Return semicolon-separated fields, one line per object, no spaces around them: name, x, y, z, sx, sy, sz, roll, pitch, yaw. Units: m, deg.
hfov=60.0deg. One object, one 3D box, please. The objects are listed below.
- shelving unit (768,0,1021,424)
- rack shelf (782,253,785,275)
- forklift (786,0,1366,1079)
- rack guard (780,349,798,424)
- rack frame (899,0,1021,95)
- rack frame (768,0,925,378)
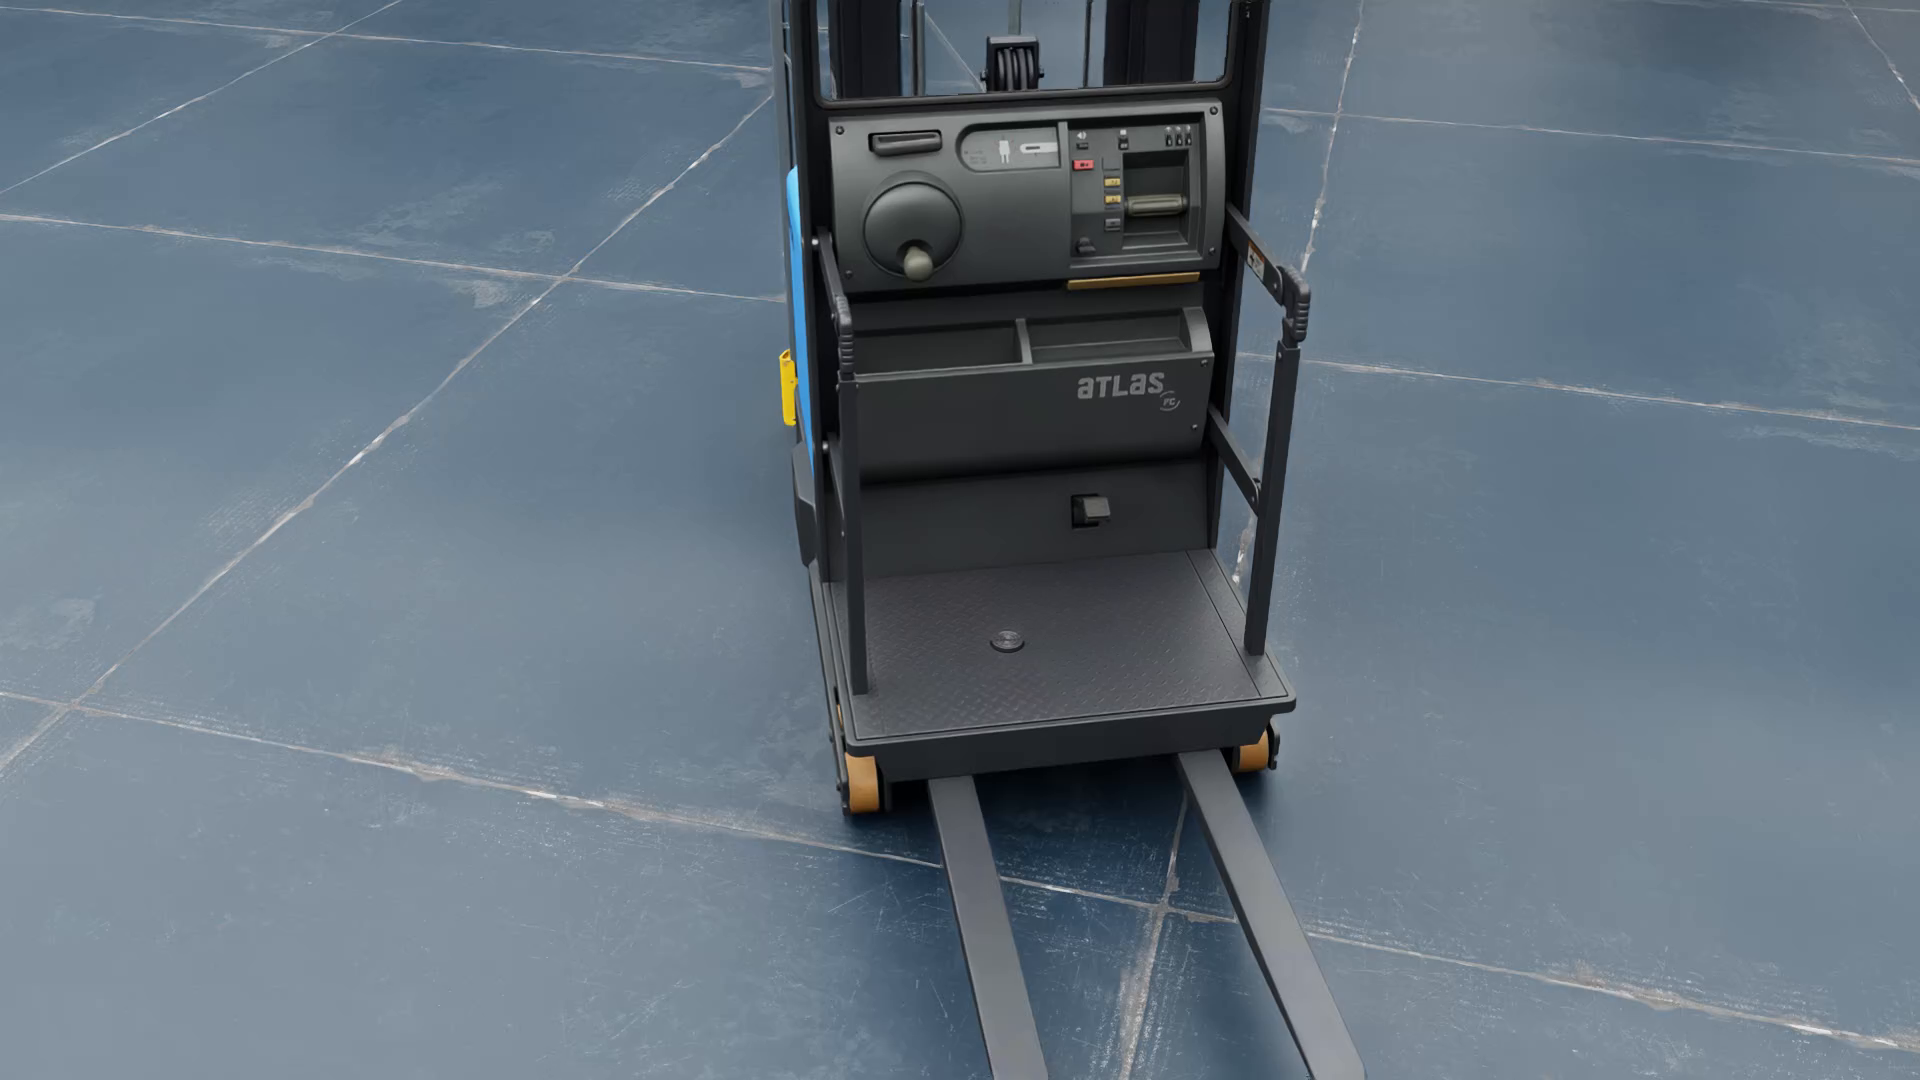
shelving unit;-0.183;-1.277;5.860;0.587;1.500;1.083;10;34;16
rack shelf;-0.186;-1.120;5.949;0.538;0.185;1.000;10;34;16
forklift;0.201;-0.758;3.710;1.130;2.935;3.031;-5;33;-8
rack guard;-0.342;-0.496;5.797;0.587;0.250;0.087;10;34;16
rack frame;-0.023;-1.530;6.259;0.500;1.500;0.032;10;34;16
rack frame;-0.348;-1.013;5.446;0.500;1.500;0.032;10;34;16
